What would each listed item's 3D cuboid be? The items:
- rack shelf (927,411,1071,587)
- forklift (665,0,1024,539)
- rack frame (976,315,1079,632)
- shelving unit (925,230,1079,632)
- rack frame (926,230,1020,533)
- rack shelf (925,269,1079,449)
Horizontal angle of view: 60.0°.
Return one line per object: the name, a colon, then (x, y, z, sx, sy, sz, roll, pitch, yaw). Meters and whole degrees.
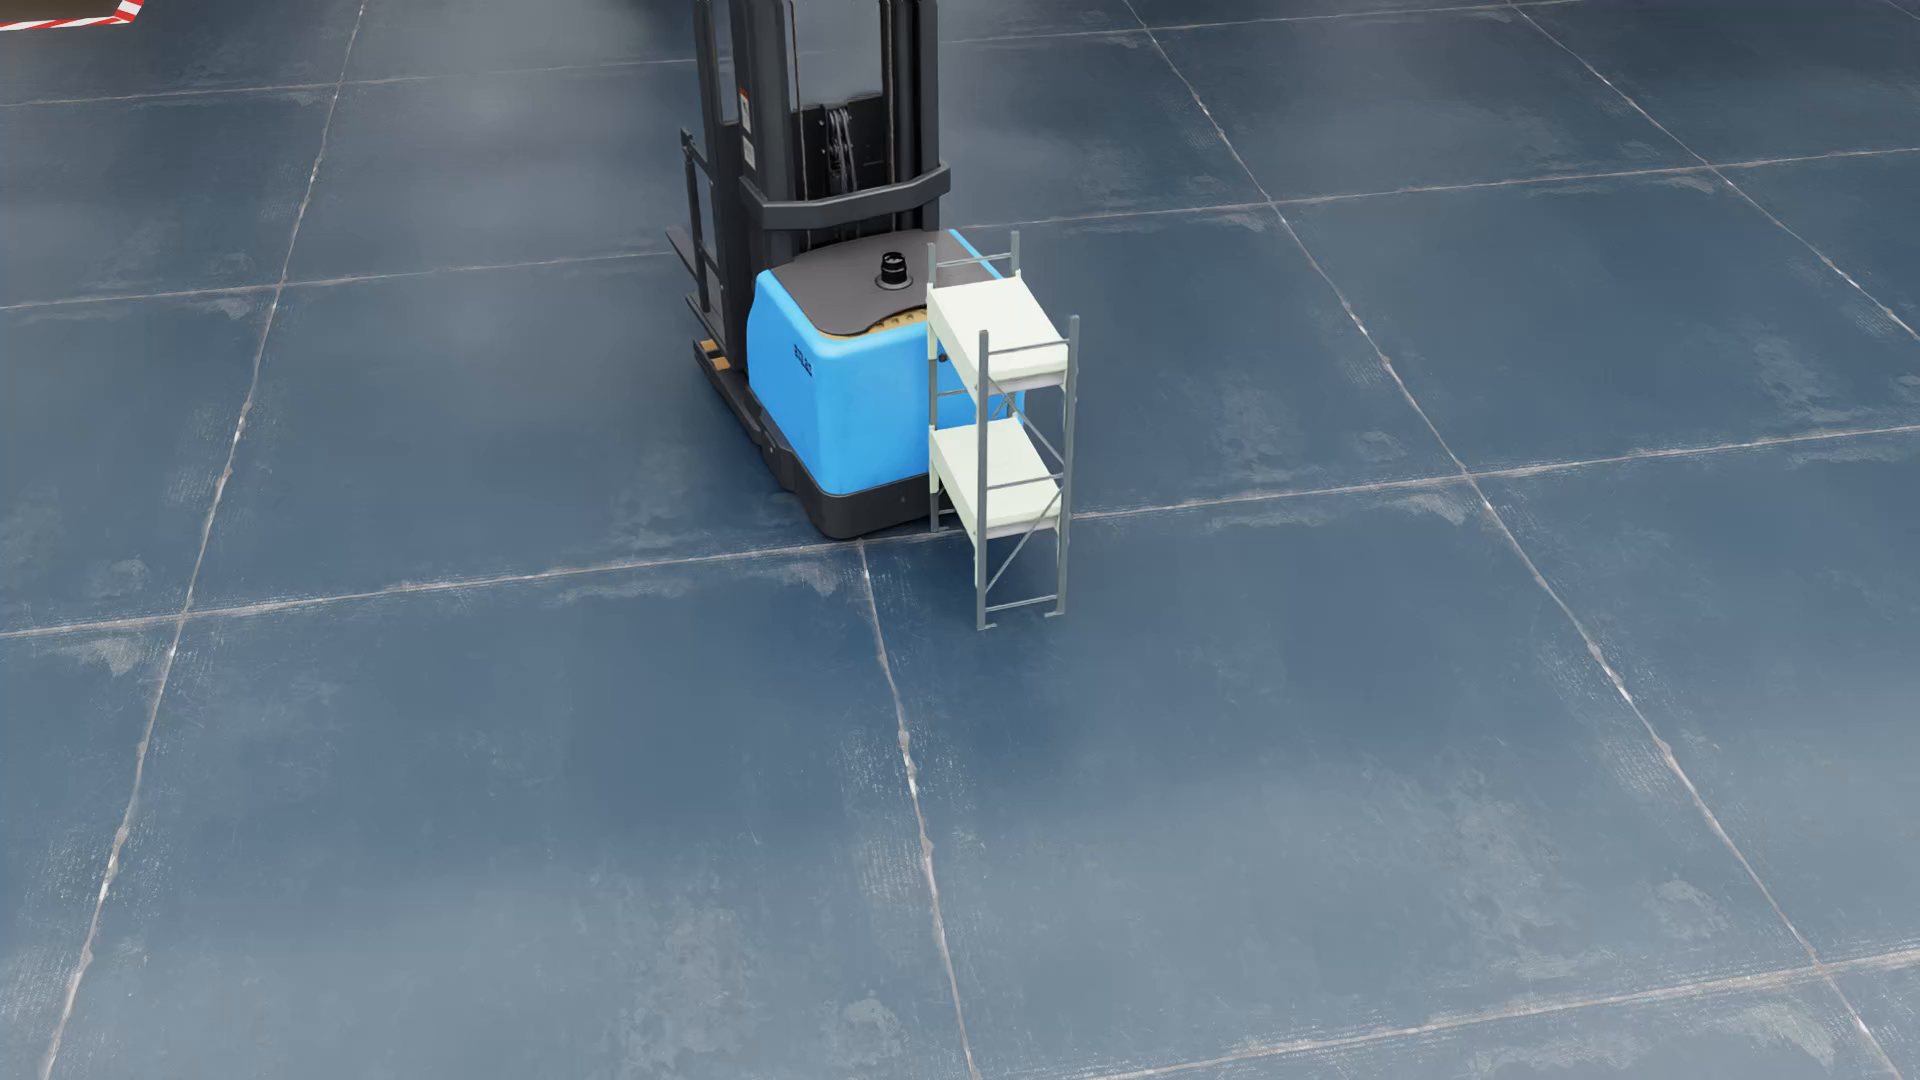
rack shelf: (0.161, -0.193, 7.307, 0.431, 0.370, 0.720, -10, 39, -13)
forklift: (-0.773, -2.062, 8.015, 1.130, 2.935, 3.031, -16, 41, -20)
rack frame: (0.266, -0.235, 6.831, 0.400, 1.500, 0.023, -10, 39, -13)
shelving unit: (0.161, -0.451, 7.107, 0.431, 1.500, 0.755, -10, 39, -13)
rack frame: (0.055, -0.666, 7.384, 0.400, 1.500, 0.023, -10, 39, -13)
rack shelf: (0.161, -0.759, 6.868, 0.431, 0.370, 0.720, -10, 39, -13)
